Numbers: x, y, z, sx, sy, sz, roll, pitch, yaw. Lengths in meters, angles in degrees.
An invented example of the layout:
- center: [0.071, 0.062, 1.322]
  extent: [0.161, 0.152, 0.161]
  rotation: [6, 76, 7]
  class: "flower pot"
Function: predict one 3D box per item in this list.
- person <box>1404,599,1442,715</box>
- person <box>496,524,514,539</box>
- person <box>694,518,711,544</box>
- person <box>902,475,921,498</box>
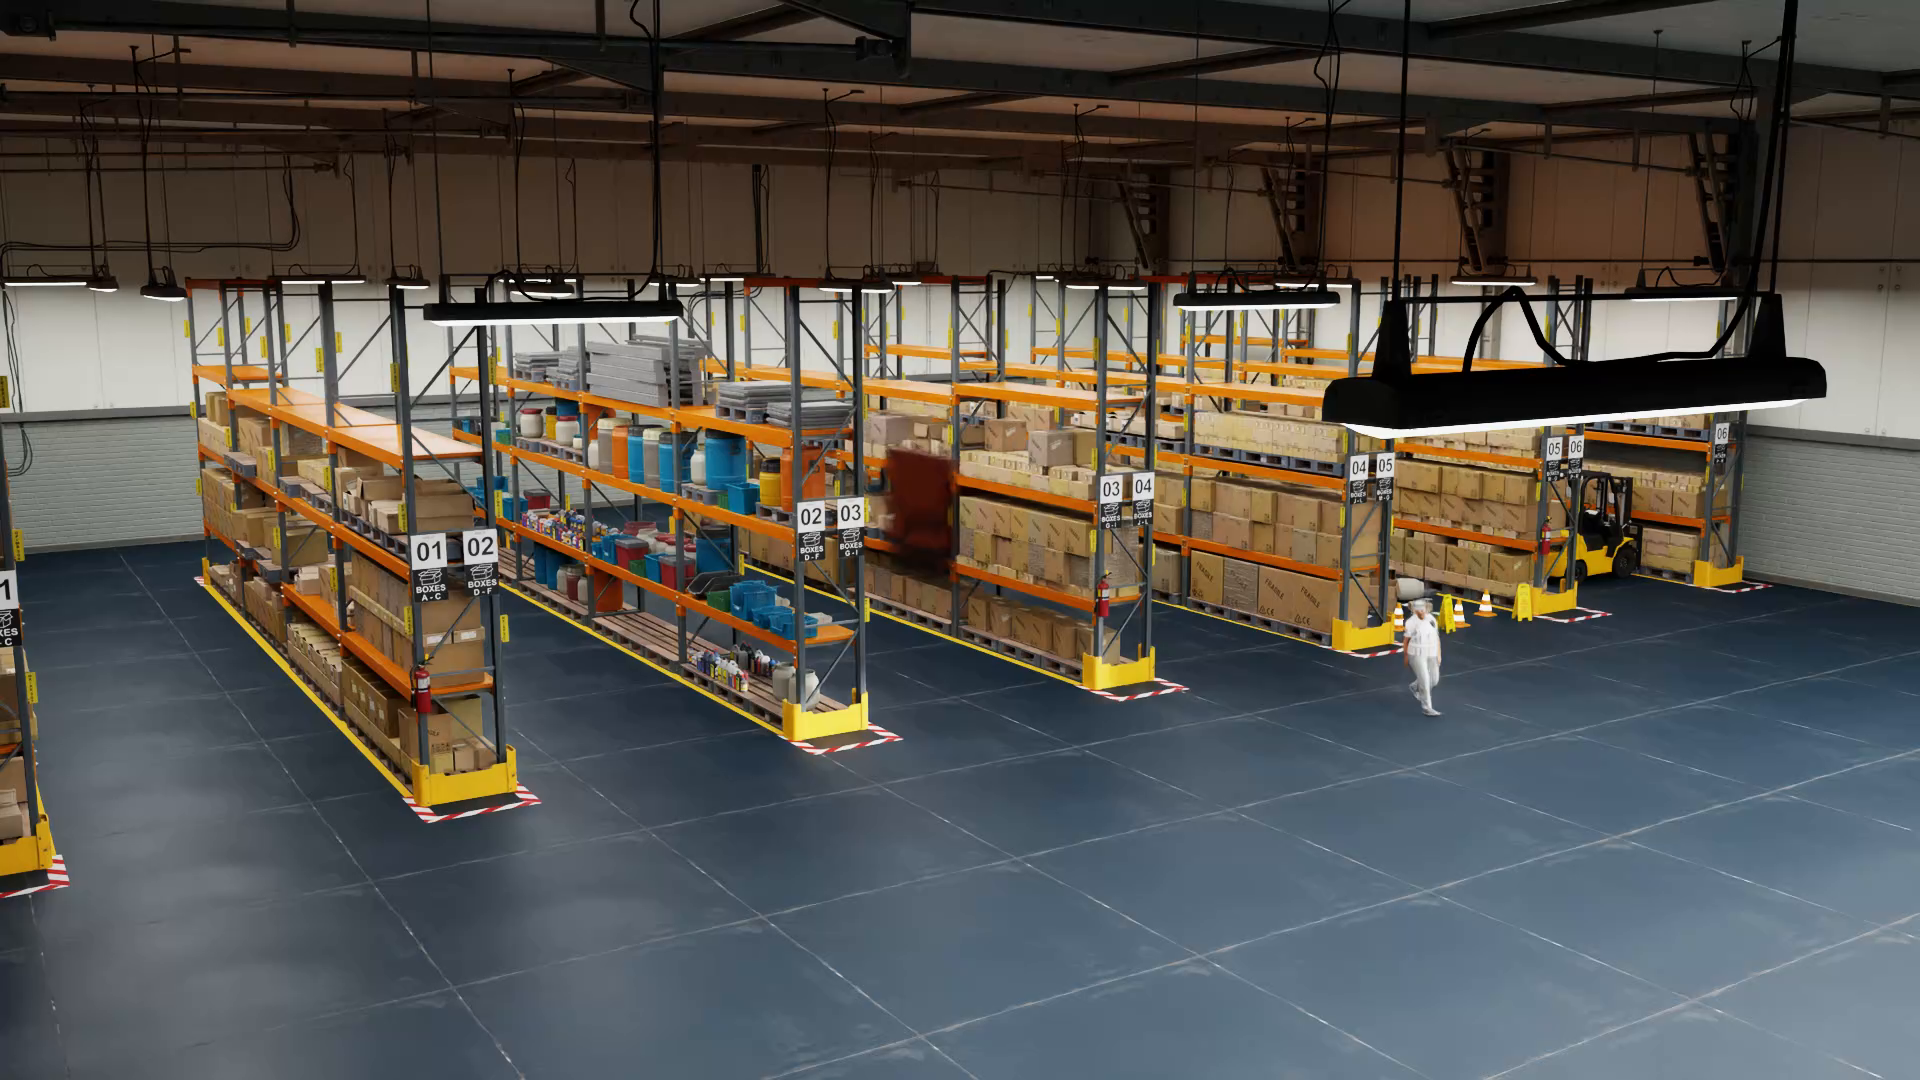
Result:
- center: [6.552, 1.622, 23.493]
  extent: [0.487, 1.607, 0.841]
  rotation: [-3, 10, -19]
  class: "person"
- center: [-10.287, -0.679, 37.310]
  extent: [0.460, 1.564, 0.876]
  rotation: [6, 11, 30]
  class: "person"
- center: [-4.316, 0.467, 28.412]
  extent: [0.481, 1.670, 0.446]
  rotation: [-1, 10, -4]
  class: "person"
- center: [-1.027, -0.642, 36.783]
  extent: [0.529, 1.609, 1.007]
  rotation: [-5, 11, -30]
  class: "person"
